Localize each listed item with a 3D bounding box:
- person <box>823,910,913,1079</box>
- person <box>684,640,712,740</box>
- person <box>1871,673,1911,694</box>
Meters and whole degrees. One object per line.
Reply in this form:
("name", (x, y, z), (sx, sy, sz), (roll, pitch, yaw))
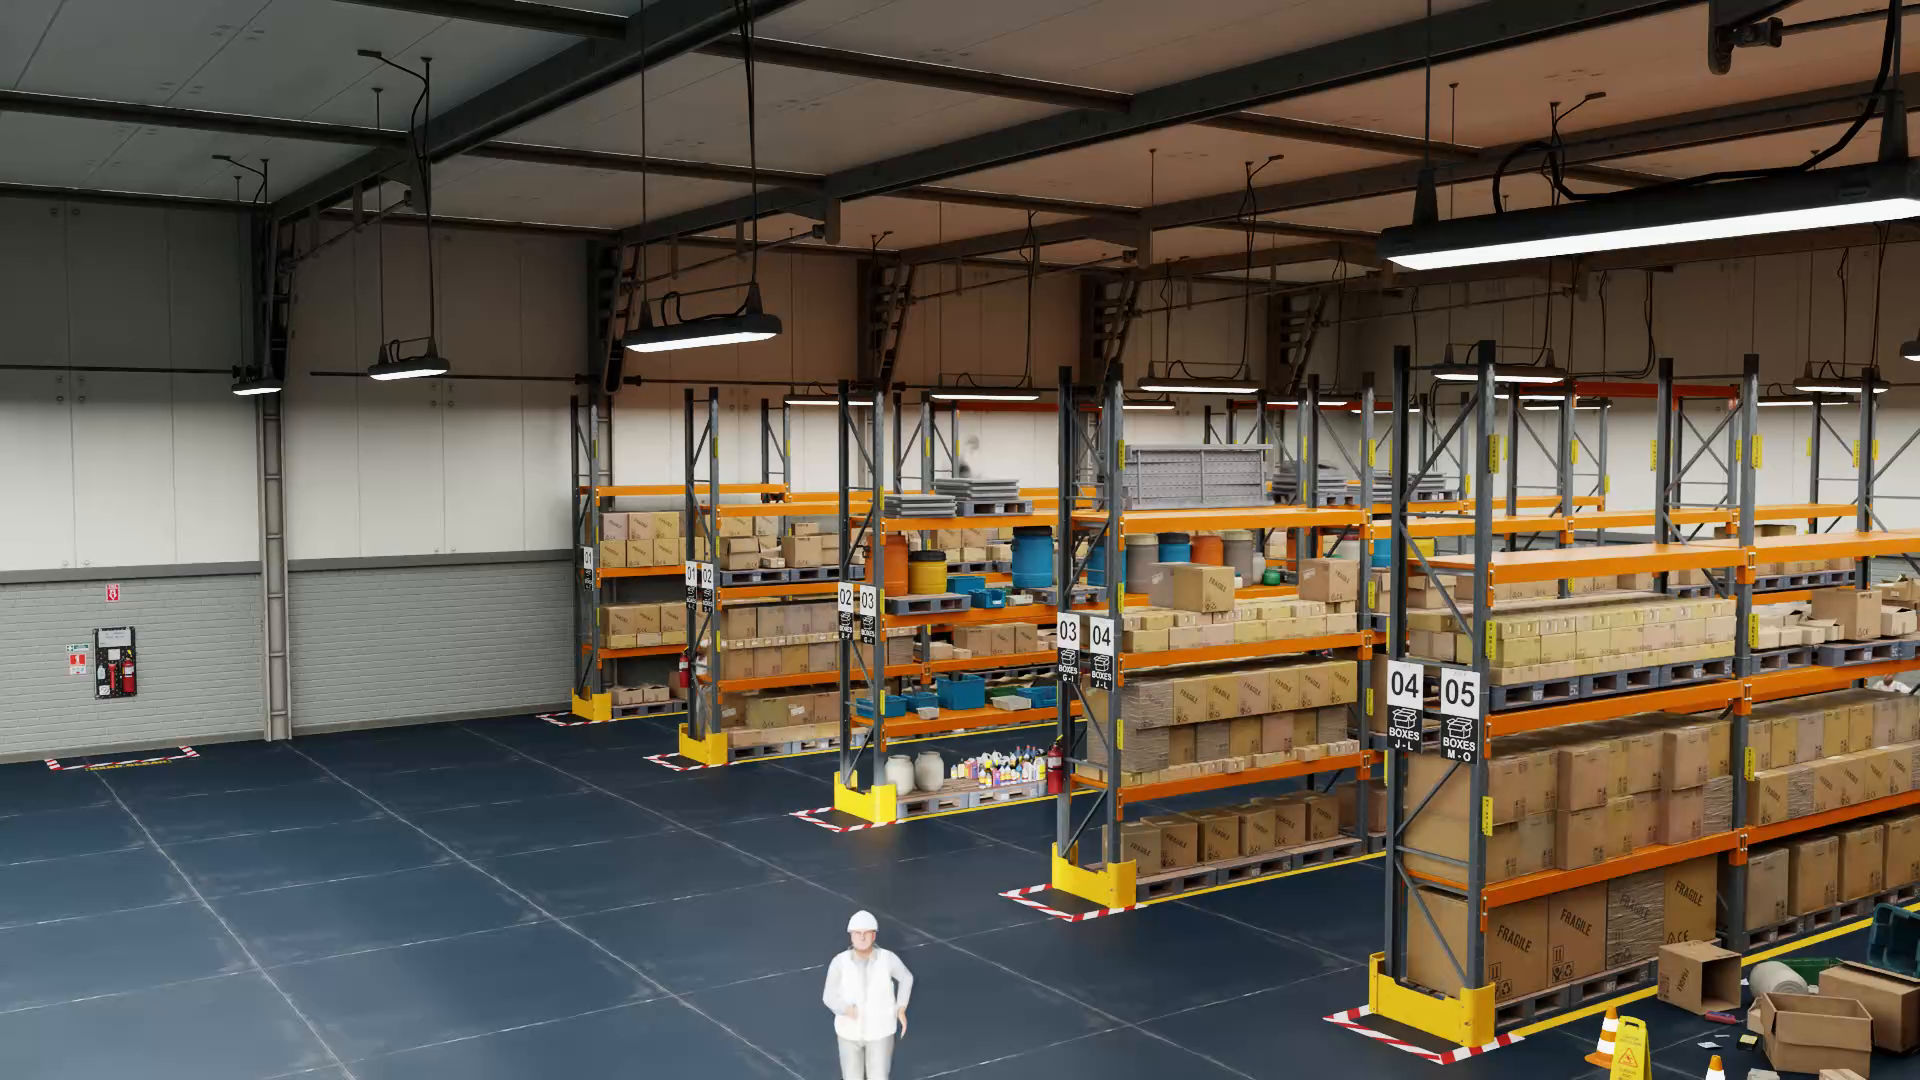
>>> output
("person", (-0.672, 3.560, 11.971), (0.630, 1.764, 0.682), (0, 3, 3))
("person", (-4.410, 2.579, 28.732), (0.601, 1.720, 0.701), (-3, 5, -40))
("person", (14.209, 2.765, 25.483), (0.561, 1.754, 0.669), (-2, 4, -35))
